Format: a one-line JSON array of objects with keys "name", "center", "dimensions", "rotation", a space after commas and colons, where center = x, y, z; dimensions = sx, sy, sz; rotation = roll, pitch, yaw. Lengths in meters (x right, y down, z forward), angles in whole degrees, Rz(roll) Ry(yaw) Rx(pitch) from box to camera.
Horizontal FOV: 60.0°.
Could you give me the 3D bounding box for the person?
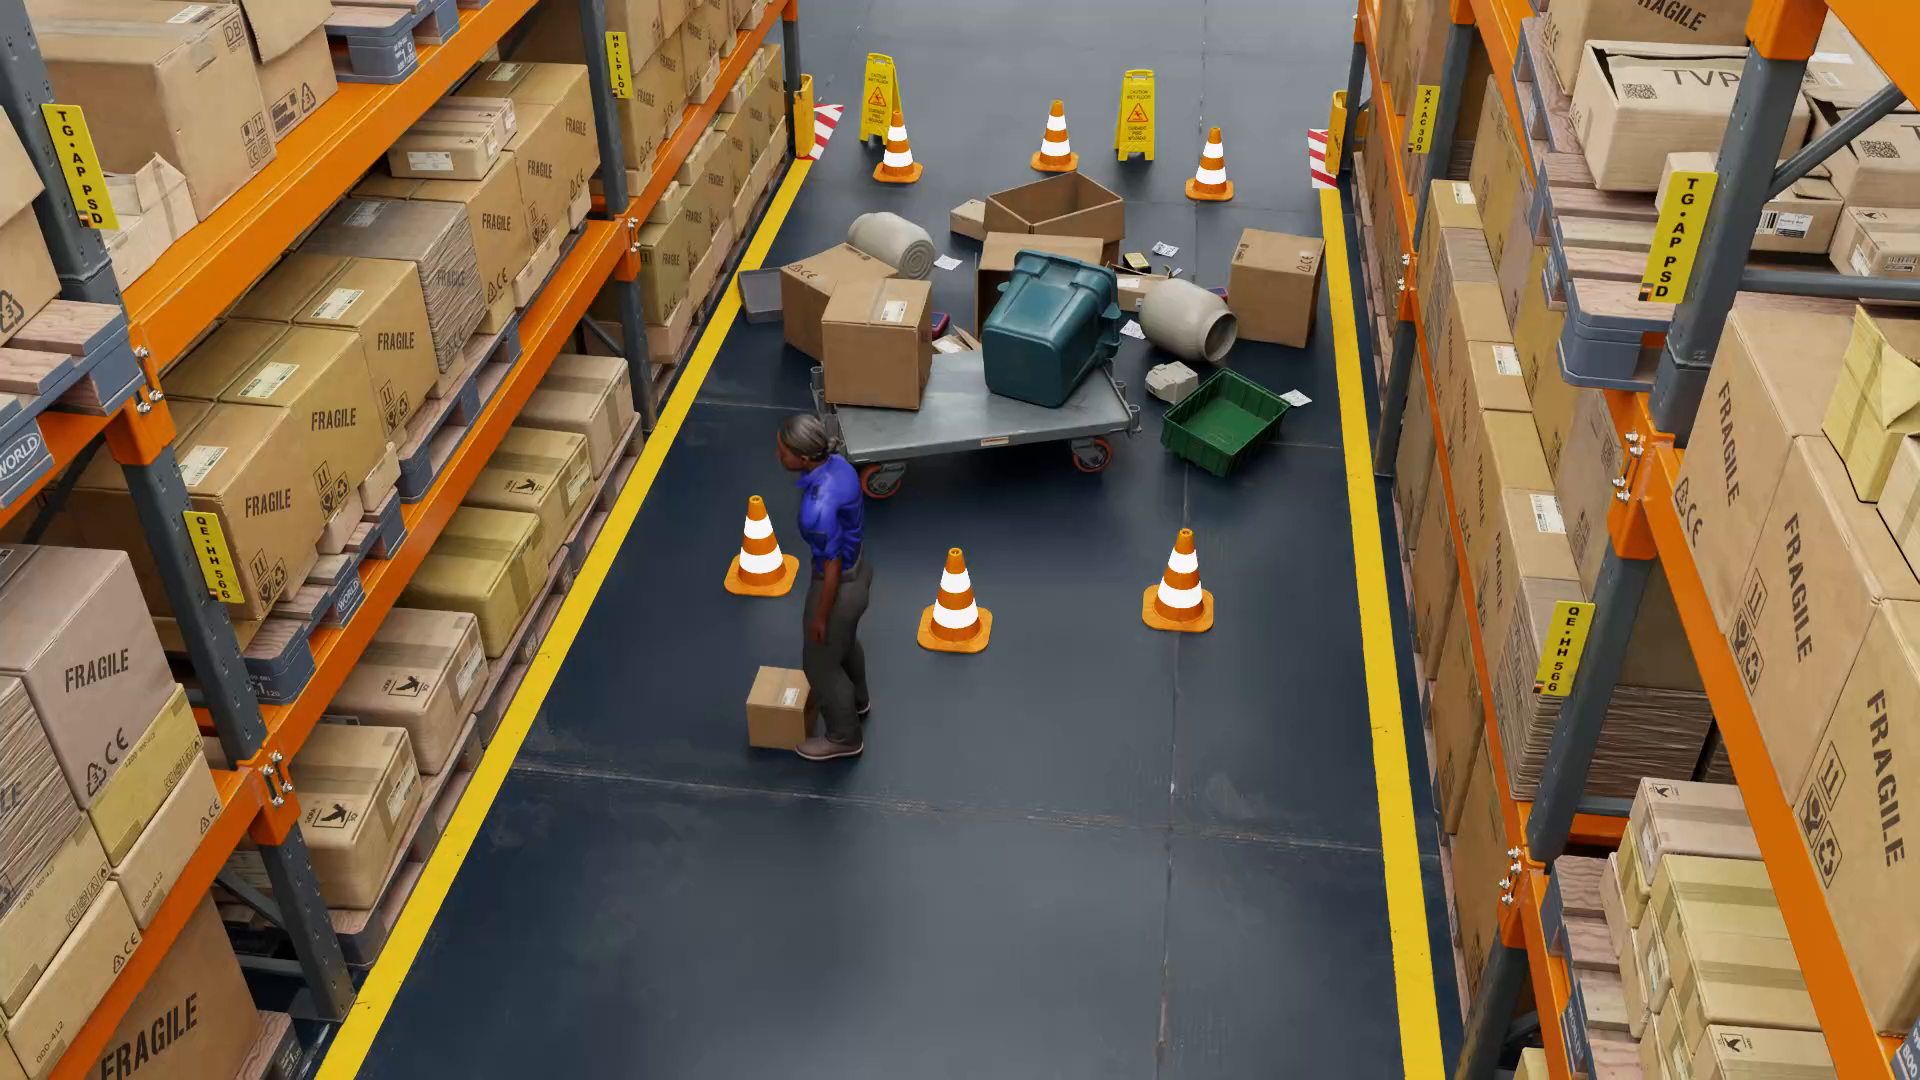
[{"name": "person", "center": [-0.534, 0.179, 6.800], "dimensions": [0.348, 1.653, 0.522], "rotation": [2, 36, 3]}]
